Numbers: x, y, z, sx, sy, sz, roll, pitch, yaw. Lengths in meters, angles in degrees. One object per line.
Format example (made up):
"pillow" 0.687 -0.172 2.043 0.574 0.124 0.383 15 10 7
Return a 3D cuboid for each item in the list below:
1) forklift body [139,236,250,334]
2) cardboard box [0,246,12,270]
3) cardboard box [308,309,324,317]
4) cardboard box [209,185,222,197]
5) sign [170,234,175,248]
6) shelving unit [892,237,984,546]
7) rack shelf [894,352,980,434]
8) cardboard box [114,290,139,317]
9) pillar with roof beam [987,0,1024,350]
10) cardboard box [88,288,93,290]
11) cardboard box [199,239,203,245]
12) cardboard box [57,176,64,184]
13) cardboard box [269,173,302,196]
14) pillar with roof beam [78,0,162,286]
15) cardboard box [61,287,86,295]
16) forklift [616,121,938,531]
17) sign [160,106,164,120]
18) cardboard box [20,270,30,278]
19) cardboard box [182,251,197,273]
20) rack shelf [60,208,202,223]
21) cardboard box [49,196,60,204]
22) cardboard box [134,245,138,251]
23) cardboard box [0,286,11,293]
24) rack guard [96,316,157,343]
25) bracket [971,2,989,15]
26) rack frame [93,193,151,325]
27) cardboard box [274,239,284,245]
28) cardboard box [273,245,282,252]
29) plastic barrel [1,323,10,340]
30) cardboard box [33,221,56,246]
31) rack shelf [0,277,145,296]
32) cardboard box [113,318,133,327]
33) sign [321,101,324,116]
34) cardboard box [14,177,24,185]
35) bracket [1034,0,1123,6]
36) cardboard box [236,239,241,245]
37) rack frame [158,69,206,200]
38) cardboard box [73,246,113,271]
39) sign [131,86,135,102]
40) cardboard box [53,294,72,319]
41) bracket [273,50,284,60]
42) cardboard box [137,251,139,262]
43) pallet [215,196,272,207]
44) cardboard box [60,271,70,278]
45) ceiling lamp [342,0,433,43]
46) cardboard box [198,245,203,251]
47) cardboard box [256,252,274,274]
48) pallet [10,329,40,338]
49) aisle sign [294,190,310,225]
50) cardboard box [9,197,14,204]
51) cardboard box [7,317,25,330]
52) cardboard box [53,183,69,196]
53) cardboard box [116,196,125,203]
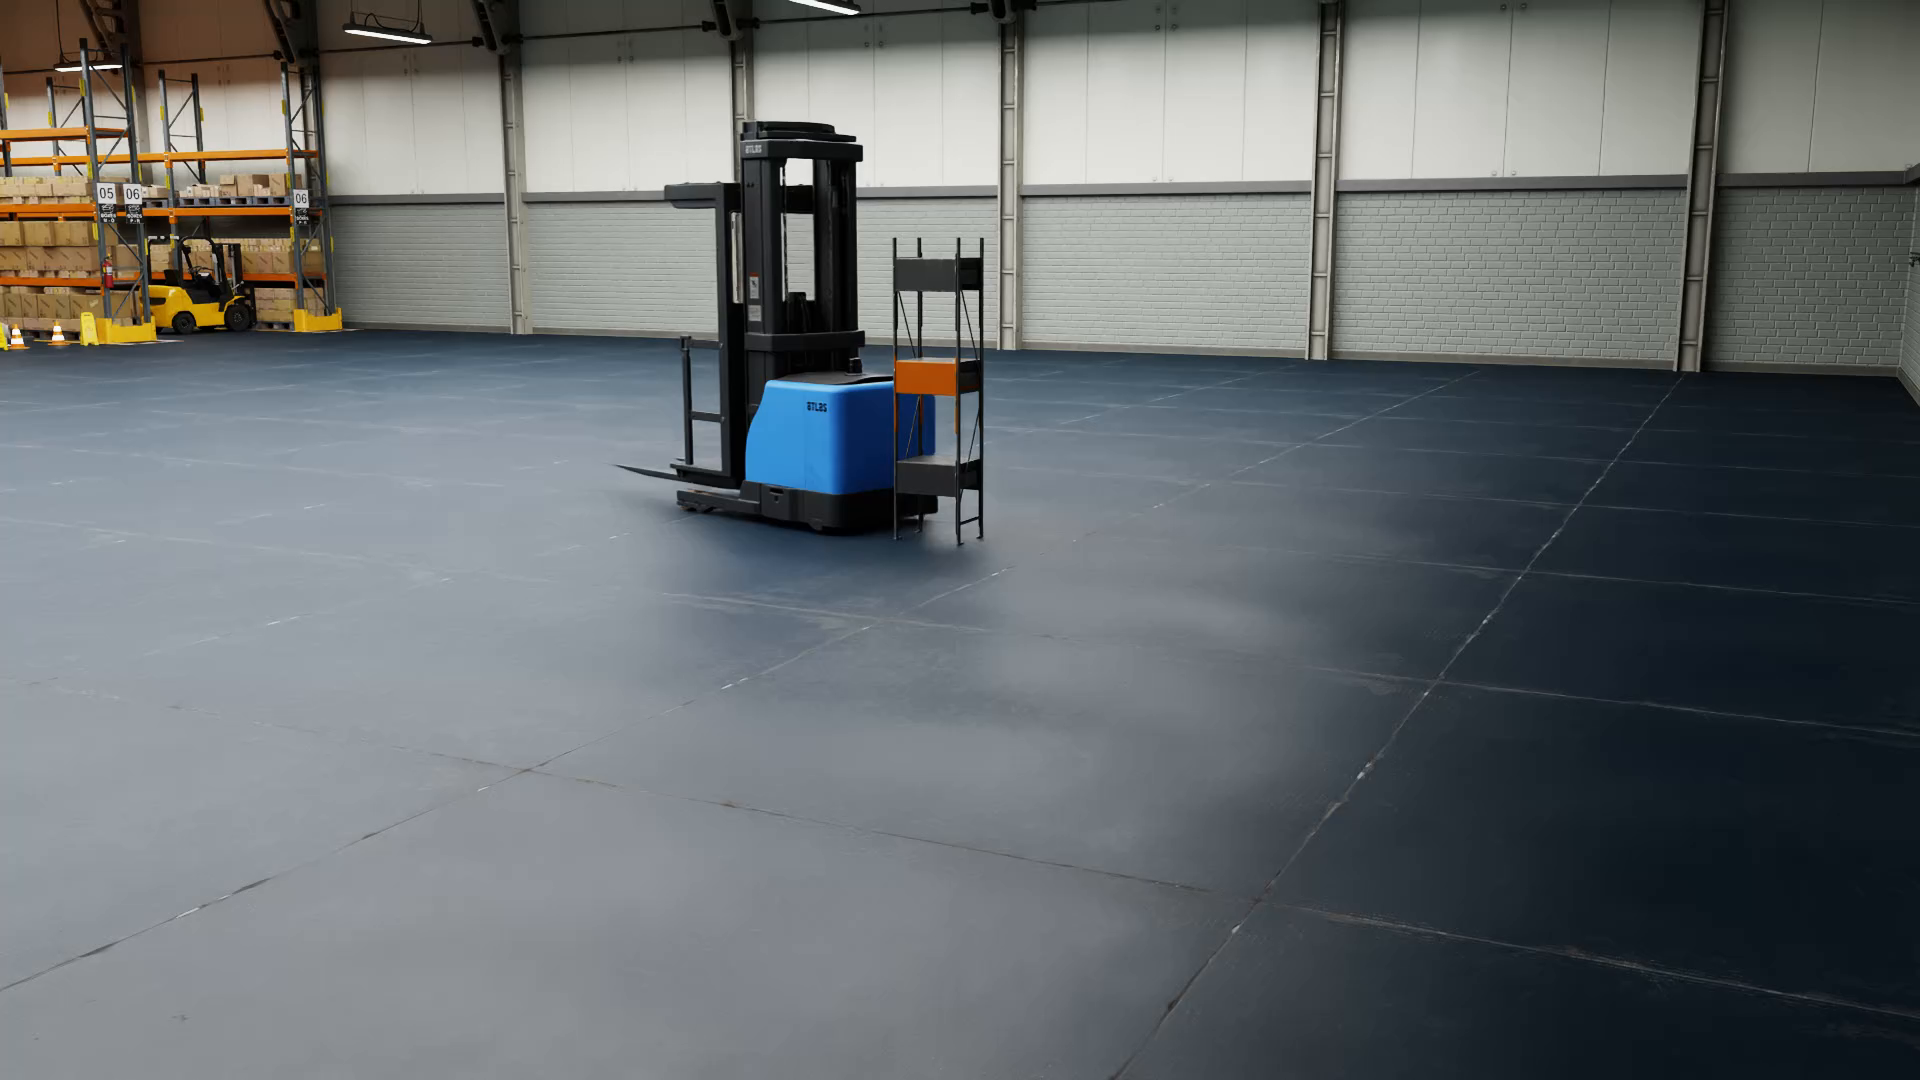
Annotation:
"forklift body" -17.469 -5.808 37.783 1.214 2.155 2.313 5 11 26
"cardboard box" -20.009 -5.970 35.180 0.500 0.500 0.500 5 11 26
"cardboard box" -15.315 -5.291 39.086 0.500 0.250 0.500 5 11 26
"cardboard box" -17.351 -8.183 39.018 0.258 0.266 0.396 5 11 24
"sign" -18.779 -7.126 39.654 0.005 0.325 0.100 5 11 26
"shelving unit" -0.148 -1.046 11.615 0.503 2.100 0.431 5 11 26
"rack shelf" -0.148 -1.033 11.618 0.480 0.518 0.431 5 11 26
"cardboard box" -20.389 -5.882 41.295 0.625 0.625 0.875 5 11 23
"pillar with roof beam" -0.949 -7.413 27.420 0.548 9.000 9.100 5 11 26
"cardboard box" -22.465 -6.385 42.604 0.250 0.149 0.380 6 12 29
"cardboard box" -17.886 -7.100 39.602 0.250 0.149 0.380 5 11 25
"cardboard box" -18.244 -7.371 34.078 0.250 0.149 0.380 5 11 26
"cardboard box" -15.466 -8.145 38.147 0.500 0.500 0.500 5 12 28
"pillar with roof beam" -22.472 -9.304 37.869 0.548 9.000 9.100 5 11 26
"cardboard box" -18.347 -5.156 34.412 0.250 0.149 0.380 5 12 27
"forklift" -1.571 -1.705 12.921 3.031 2.935 1.130 10 14 44
"sign" -18.777 -10.046 39.125 0.005 0.325 0.100 5 11 26
"cardboard box" -19.457 -5.588 34.888 0.250 0.149 0.380 5 11 26
"cardboard box" -18.266 -6.656 39.801 0.500 0.500 0.500 5 11 24
"rack shelf" -20.342 -7.963 40.901 4.000 0.370 1.077 5 11 26
"cardboard box" -18.501 -6.994 34.234 0.250 0.149 0.380 5 11 25
"cardboard box" -19.890 -7.118 40.536 0.250 0.149 0.380 5 11 24
"cardboard box" -20.246 -5.323 35.332 0.250 0.149 0.380 5 11 27
"rack guard" -17.222 -4.351 34.366 0.348 0.500 1.175 5 11 26
"bracket" 0.426 -9.847 30.766 0.430 0.232 0.235 5 11 26
"rack frame" -17.154 -5.575 34.110 0.127 3.000 1.000 5 11 26
"cardboard box" -15.610 -6.892 38.448 0.250 0.149 0.380 5 11 26
"cardboard box" -15.638 -6.734 38.414 0.250 0.149 0.380 5 12 27
"plastic barrel" -19.676 -4.228 33.903 0.512 0.421 0.421 -4 11 -23
"cardboard box" -18.662 -6.333 34.373 0.500 0.500 0.700 5 11 25
"rack shelf" -18.947 -5.378 35.045 4.000 0.370 1.077 5 11 26
"cardboard box" -17.755 -4.536 34.913 0.500 0.250 0.500 5 11 25
"sign" -14.710 -9.946 38.347 0.005 0.325 0.100 5 11 26
"cardboard box" -19.411 -7.464 34.592 0.250 0.149 0.380 5 11 25
"bracket" 3.496 -9.578 29.275 4.783 0.066 0.076 5 11 26
"cardboard box" -16.754 -6.997 39.031 0.250 0.149 0.380 5 11 27
"rack frame" -18.548 -9.635 39.699 0.127 3.000 1.000 5 11 26
"cardboard box" -17.763 -5.769 34.068 0.500 0.500 0.500 5 11 25
"sign" -16.914 -9.112 33.964 0.005 0.325 0.100 5 11 26
"cardboard box" -18.457 -4.859 34.593 0.500 0.500 0.500 6 12 28
"bracket" -15.716 -11.266 38.603 0.430 0.232 0.235 5 11 26
"cardboard box" -20.022 -6.934 40.636 0.500 0.250 0.500 5 12 27
"pallet" -16.682 -7.956 39.093 1.213 0.211 1.003 5 11 26
"cardboard box" -18.325 -5.488 34.335 0.250 0.149 0.380 5 12 27
"ceiling lamp" -10.584 -11.043 31.090 0.800 3.185 2.000 5 11 26
"cardboard box" -17.900 -6.948 39.595 0.250 0.149 0.380 5 11 26
"cardboard box" -15.980 -6.456 38.699 0.500 0.500 0.500 5 12 28
"pallet" -20.123 -4.471 35.839 1.213 0.211 1.003 5 11 26
"aisle sign" -15.032 -7.595 37.972 0.004 0.787 0.394 5 11 26
"cardboard box" -19.647 -7.098 34.811 0.250 0.149 0.380 5 11 24
"cardboard box" -19.848 -4.614 35.341 0.500 0.250 0.500 6 12 29
"cardboard box" -18.177 -7.163 34.047 0.500 0.250 0.500 5 11 25
"cardboard box" -17.308 -7.005 34.296 0.250 0.149 0.380 5 11 26
